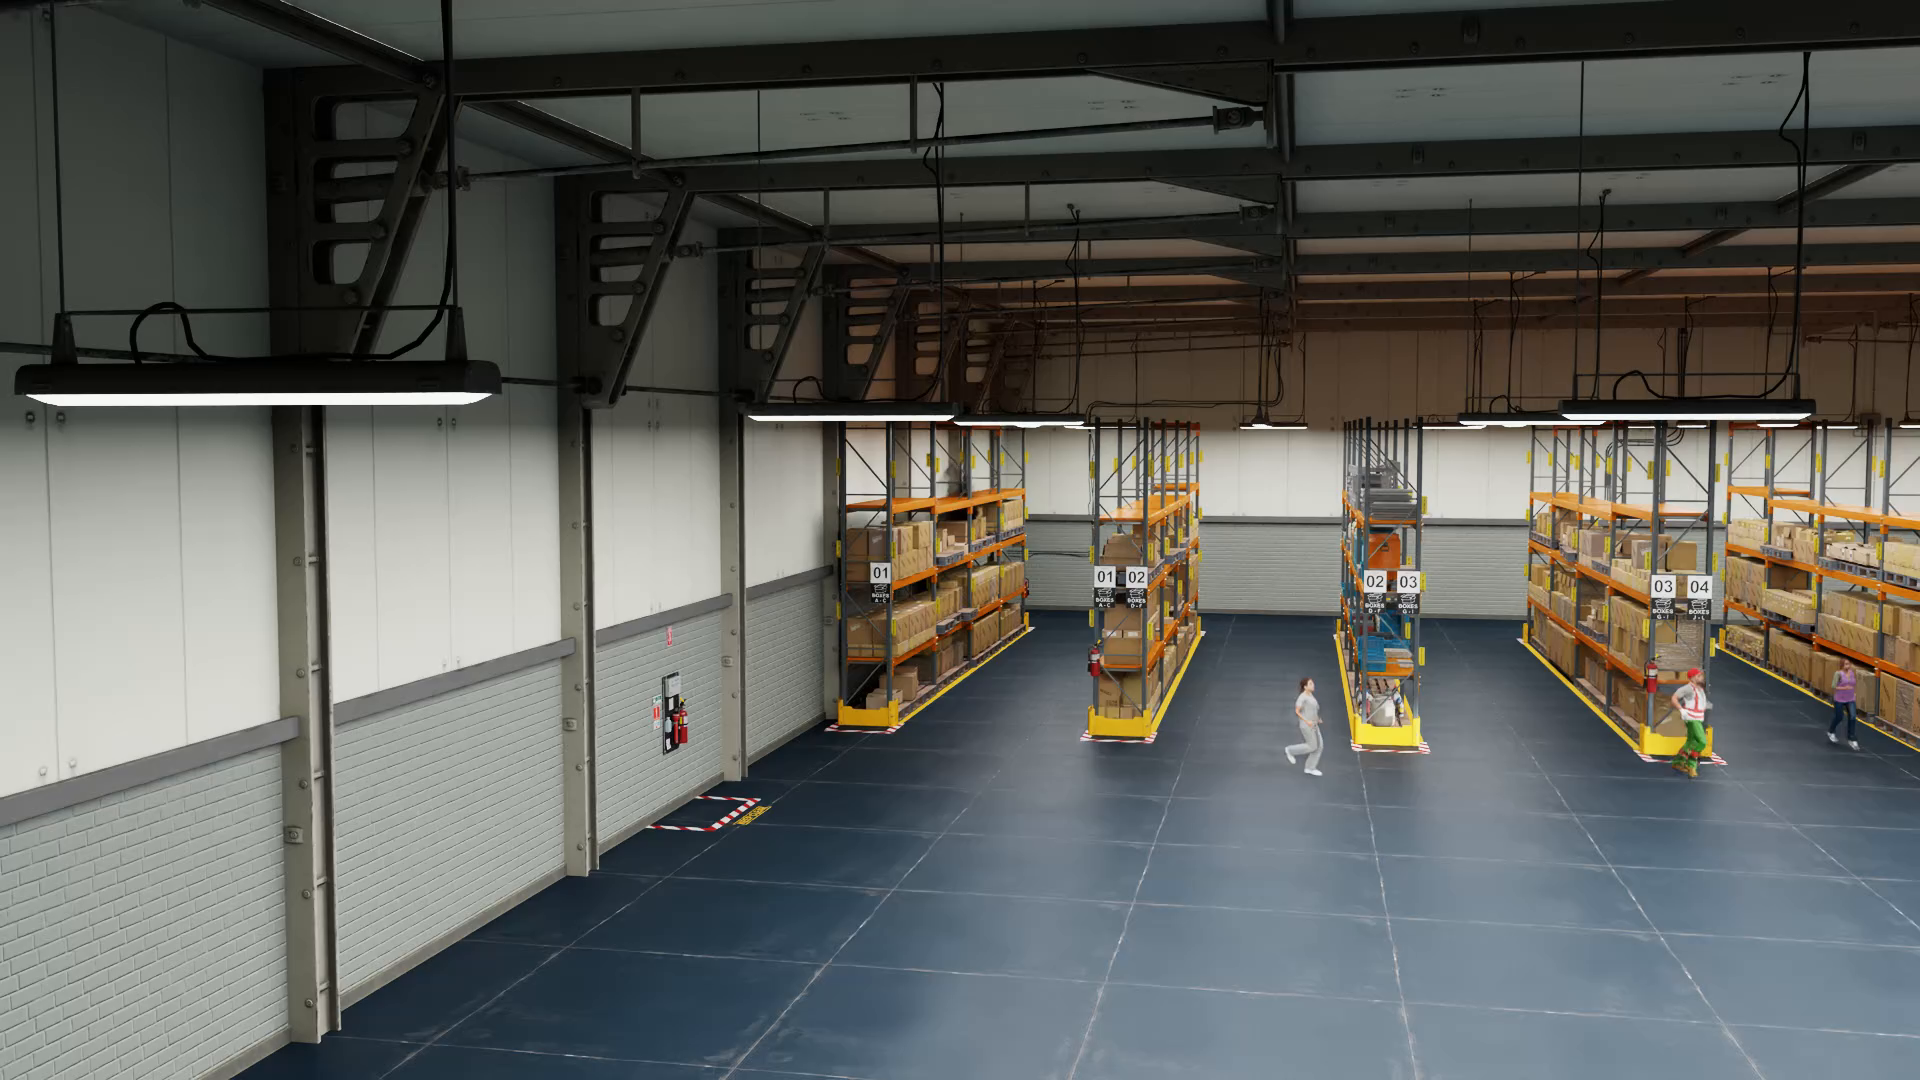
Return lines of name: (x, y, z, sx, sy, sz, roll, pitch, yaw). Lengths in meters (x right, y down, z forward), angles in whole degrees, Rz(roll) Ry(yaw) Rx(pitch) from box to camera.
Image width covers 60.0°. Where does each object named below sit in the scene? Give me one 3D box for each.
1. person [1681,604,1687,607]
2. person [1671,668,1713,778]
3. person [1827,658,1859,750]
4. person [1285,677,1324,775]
person: (18.670, 2.147, 42.934, 0.614, 1.605, 0.613, 2, 4, 26)
person: (12.265, 3.054, 27.811, 0.640, 1.829, 0.627, -4, 5, -45)
person: (16.046, 2.952, 30.205, 0.531, 1.607, 0.805, 0, 4, -2)
person: (5.793, 3.110, 27.901, 0.636, 1.631, 0.572, 3, 4, 34)
